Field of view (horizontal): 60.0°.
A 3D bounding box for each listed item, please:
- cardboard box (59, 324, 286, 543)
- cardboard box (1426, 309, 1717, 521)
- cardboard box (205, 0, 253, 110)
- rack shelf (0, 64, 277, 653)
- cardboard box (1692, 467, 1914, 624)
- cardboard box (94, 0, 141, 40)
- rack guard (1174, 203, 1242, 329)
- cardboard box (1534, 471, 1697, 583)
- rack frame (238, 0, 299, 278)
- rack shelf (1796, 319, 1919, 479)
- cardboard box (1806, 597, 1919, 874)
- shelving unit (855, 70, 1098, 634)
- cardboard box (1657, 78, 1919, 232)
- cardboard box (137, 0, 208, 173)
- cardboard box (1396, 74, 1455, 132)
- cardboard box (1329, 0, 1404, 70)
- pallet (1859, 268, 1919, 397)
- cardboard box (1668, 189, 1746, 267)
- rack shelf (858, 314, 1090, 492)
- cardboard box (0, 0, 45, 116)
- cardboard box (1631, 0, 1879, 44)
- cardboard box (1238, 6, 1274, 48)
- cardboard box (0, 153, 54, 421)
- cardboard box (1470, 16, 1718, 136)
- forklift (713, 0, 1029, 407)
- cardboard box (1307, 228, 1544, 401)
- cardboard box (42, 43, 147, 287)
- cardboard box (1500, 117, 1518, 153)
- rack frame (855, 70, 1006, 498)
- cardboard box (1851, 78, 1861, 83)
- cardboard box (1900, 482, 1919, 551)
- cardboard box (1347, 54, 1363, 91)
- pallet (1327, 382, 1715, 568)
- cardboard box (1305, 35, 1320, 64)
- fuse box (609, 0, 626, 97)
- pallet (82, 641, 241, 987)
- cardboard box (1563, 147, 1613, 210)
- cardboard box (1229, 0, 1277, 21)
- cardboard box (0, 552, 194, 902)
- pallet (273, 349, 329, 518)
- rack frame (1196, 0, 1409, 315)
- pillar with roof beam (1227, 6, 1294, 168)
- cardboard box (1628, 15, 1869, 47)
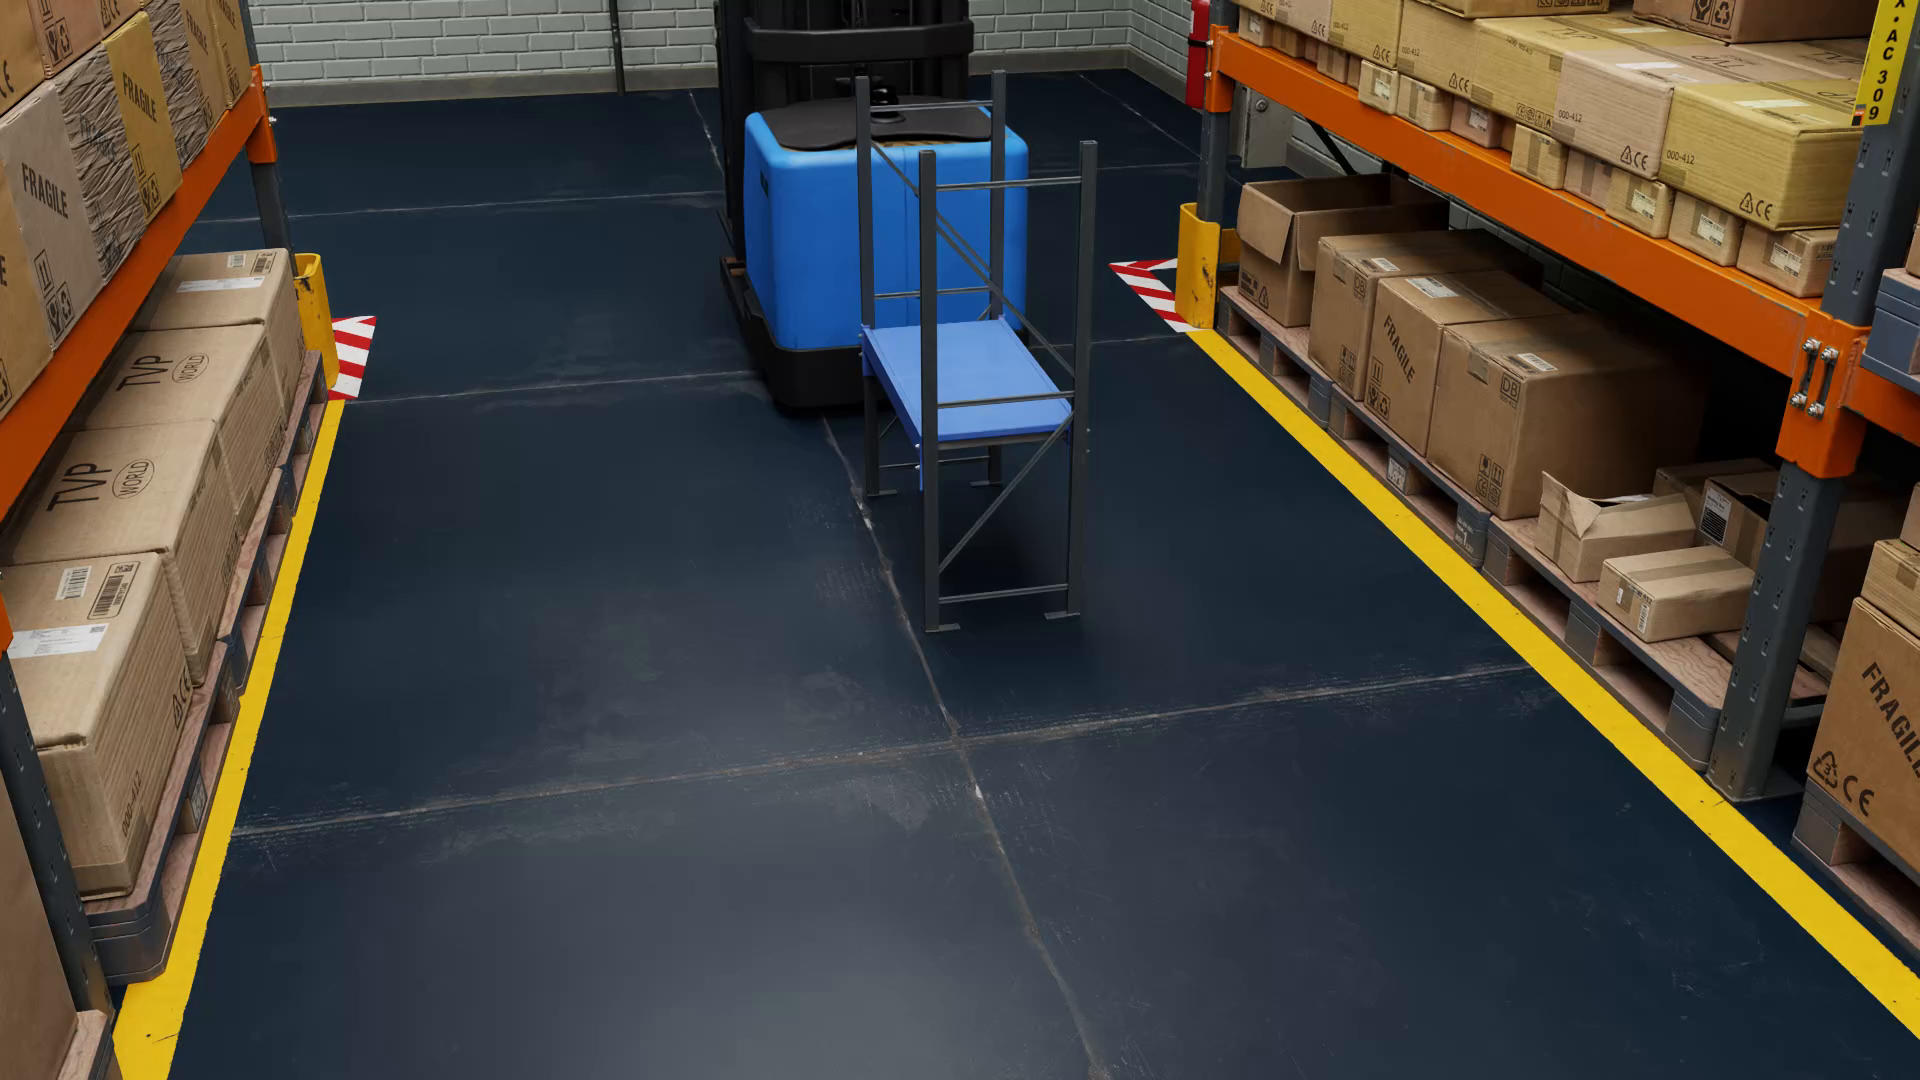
[{"bbox_3d":[-2.776,-0.331,5.455,0.875,0.438,0.875,-5,27,-10],"label":"cardboard box"},{"bbox_3d":[2.033,-0.432,5.585,0.700,0.500,0.500,-7,28,-14],"label":"cardboard box"},{"bbox_3d":[-2.870,-1.828,5.931,0.500,0.500,0.500,-6,27,-11],"label":"cardboard box"},{"bbox_3d":[-2.785,-0.769,4.743,1.077,0.370,4.000,-6,27,-12],"label":"rack shelf"},{"bbox_3d":[2.582,-0.019,4.976,0.500,0.311,0.500,-5,27,-10],"label":"cardboard box"},{"bbox_3d":[-2.529,-1.607,4.384,0.500,0.500,0.500,-6,27,-12],"label":"cardboard box"},{"bbox_3d":[1.616,-1.324,7.819,1.175,0.500,0.348,-6,27,-12],"label":"rack guard"},{"bbox_3d":[2.008,-0.056,5.100,0.396,0.266,0.258,-5,27,-10],"label":"cardboard box"},{"bbox_3d":[-3.236,-1.968,6.320,1.000,3.000,0.127,-6,27,-12],"label":"rack frame"},{"bbox_3d":[2.951,0.481,2.266,1.077,0.370,4.000,-6,27,-12],"label":"rack shelf"},{"bbox_3d":[2.390,0.446,3.846,0.500,0.500,0.500,-5,27,-9],"label":"cardboard box"},{"bbox_3d":[0.019,-0.632,5.338,0.538,1.500,1.048,-6,27,-12],"label":"shelving unit"},{"bbox_3d":[2.148,-0.982,4.204,0.500,0.250,0.500,-5,27,-10],"label":"cardboard box"},{"bbox_3d":[-2.646,-1.381,5.046,0.500,0.500,0.500,-5,27,-10],"label":"cardboard box"},{"bbox_3d":[1.727,-1.505,5.682,0.380,0.149,0.250,-5,27,-10],"label":"cardboard box"},{"bbox_3d":[1.670,-1.870,5.961,0.500,0.250,0.500,-6,27,-13],"label":"cardboard box"},{"bbox_3d":[2.574,-0.270,3.169,1.003,0.211,1.213,-6,27,-12],"label":"pallet"},{"bbox_3d":[2.103,-0.832,4.348,0.380,0.149,0.250,-5,27,-10],"label":"cardboard box"},{"bbox_3d":[0.019,-0.472,5.419,0.538,0.185,1.000,-6,27,-12],"label":"rack shelf"},{"bbox_3d":[-2.314,-1.159,3.497,0.500,0.500,0.500,-6,27,-12],"label":"cardboard box"},{"bbox_3d":[2.424,-1.799,4.990,0.500,0.500,0.500,-7,28,-13],"label":"cardboard box"},{"bbox_3d":[1.406,-2.189,7.038,0.380,0.149,0.250,-6,27,-12],"label":"cardboard box"},{"bbox_3d":[-2.185,-0.489,3.280,0.500,0.500,0.500,-5,27,-10],"label":"cardboard box"},{"bbox_3d":[1.921,-1.421,5.073,0.500,0.250,0.500,-6,27,-12],"label":"cardboard box"},{"bbox_3d":[-0.562,-2.482,7.414,1.130,2.935,3.031,-6,27,-12],"label":"forklift"},{"bbox_3d":[1.799,-0.888,6.488,0.700,0.500,0.500,-5,27,-9],"label":"cardboard box"},{"bbox_3d":[-2.401,-0.930,4.152,0.500,0.500,0.500,-6,27,-11],"label":"cardboard box"},{"bbox_3d":[1.954,-1.296,5.267,0.380,0.149,0.250,-6,27,-11],"label":"cardboard box"},{"bbox_3d":[-0.095,-0.855,5.780,0.500,1.500,0.032,-6,27,-12],"label":"rack frame"},{"bbox_3d":[2.652,-1.028,4.295,0.500,0.250,0.500,-6,27,-12],"label":"cardboard box"},{"bbox_3d":[2.381,-0.033,3.745,0.380,0.149,0.250,-6,27,-12],"label":"cardboard box"},{"bbox_3d":[1.664,-1.737,6.142,0.380,0.149,0.250,-6,27,-11],"label":"cardboard box"},{"bbox_3d":[2.068,-0.311,6.132,1.003,0.211,1.213,-6,27,-12],"label":"pallet"},{"bbox_3d":[1.601,-1.971,6.604,0.380,0.149,0.250,-6,27,-12],"label":"cardboard box"},{"bbox_3d":[-2.450,-4.015,11.806,0.539,1.711,0.414,-6,27,-12],"label":"fuse box"},{"bbox_3d":[-2.430,0.691,4.147,1.003,0.211,1.213,-6,27,-12],"label":"pallet"},{"bbox_3d":[1.988,-1.062,4.803,0.380,0.149,0.250,-5,27,-10],"label":"cardboard box"},{"bbox_3d":[1.439,-2.313,6.840,0.500,0.250,0.500,-6,27,-11],"label":"cardboard box"},{"bbox_3d":[-2.372,0.458,3.892,0.875,0.438,0.875,-6,27,-12],"label":"cardboard box"},{"bbox_3d":[-2.980,-0.380,6.269,1.003,0.211,1.213,-6,27,-12],"label":"pallet"},{"bbox_3d":[1.599,-2.474,7.322,1.000,3.000,0.127,-6,27,-12],"label":"rack frame"},{"bbox_3d":[-2.325,-5.990,7.631,9.100,9.000,0.400,-6,27,-12],"label":"pillar with roof beam"},{"bbox_3d":[2.418,-1.475,5.179,0.500,0.250,0.500,-5,27,-10],"label":"cardboard box"}]
